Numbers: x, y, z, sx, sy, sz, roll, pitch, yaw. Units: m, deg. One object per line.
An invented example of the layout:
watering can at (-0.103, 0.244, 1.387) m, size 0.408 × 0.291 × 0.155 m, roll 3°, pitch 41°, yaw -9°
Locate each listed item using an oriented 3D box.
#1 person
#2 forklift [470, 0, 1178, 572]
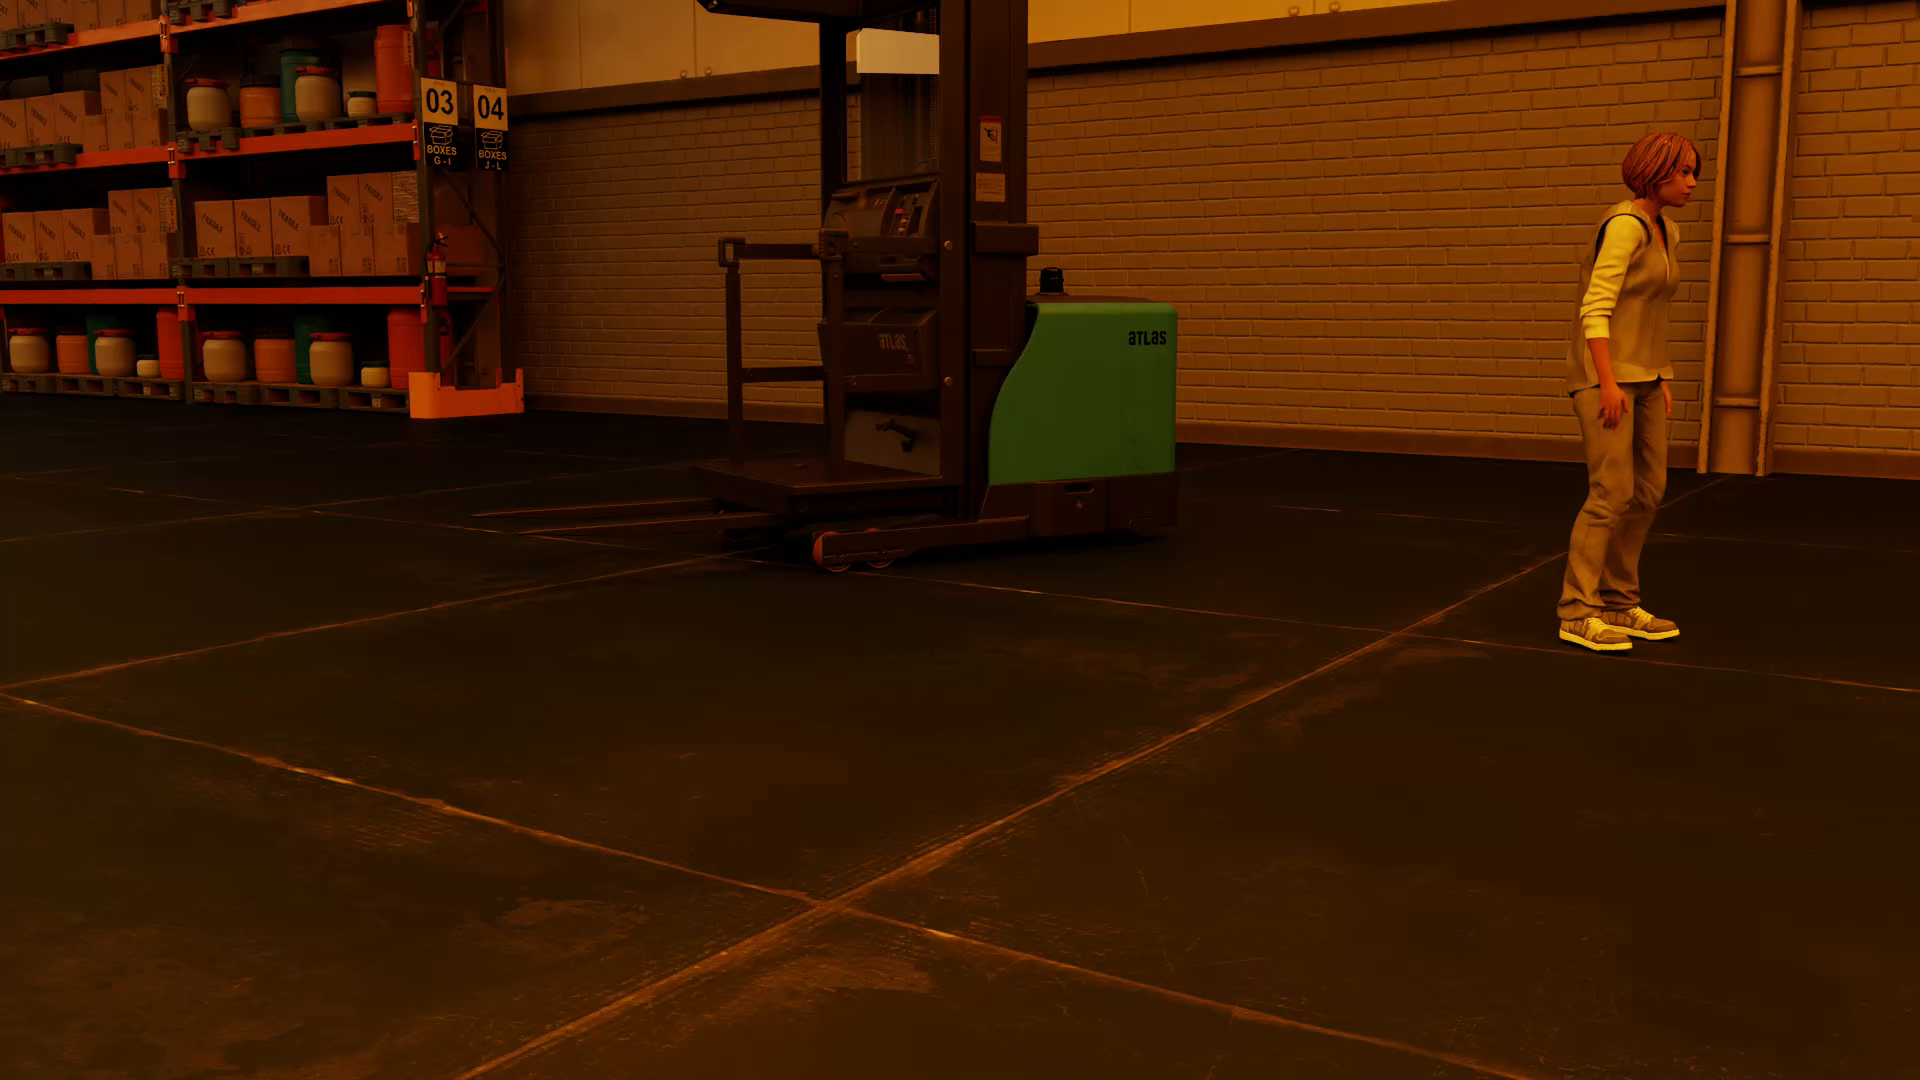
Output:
person at (2.100, -0.469, 5.246) m, size 0.485 × 1.593 × 0.342 m, roll -8°, pitch 11°, yaw -44°
forklift at (-0.528, -1.406, 7.078) m, size 3.031 × 2.935 × 1.130 m, roll -5°, pitch 9°, yaw -31°
